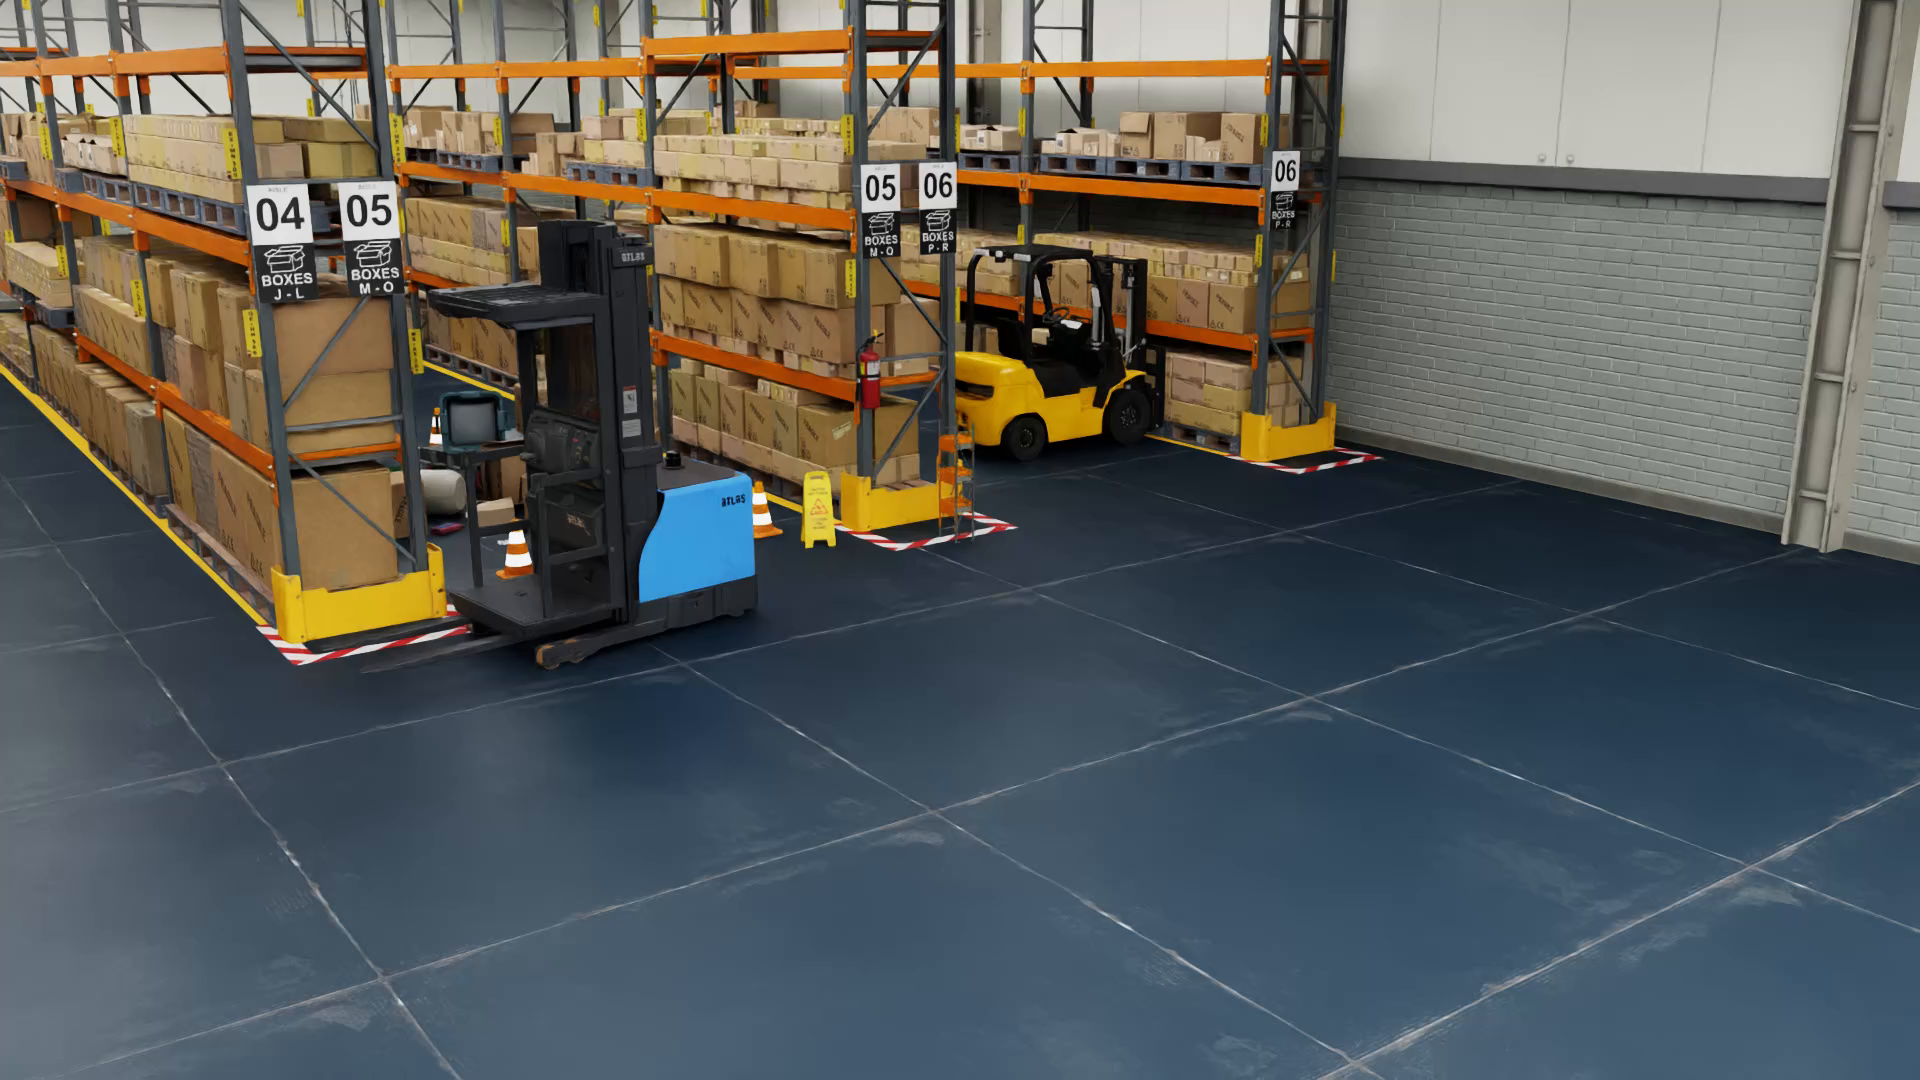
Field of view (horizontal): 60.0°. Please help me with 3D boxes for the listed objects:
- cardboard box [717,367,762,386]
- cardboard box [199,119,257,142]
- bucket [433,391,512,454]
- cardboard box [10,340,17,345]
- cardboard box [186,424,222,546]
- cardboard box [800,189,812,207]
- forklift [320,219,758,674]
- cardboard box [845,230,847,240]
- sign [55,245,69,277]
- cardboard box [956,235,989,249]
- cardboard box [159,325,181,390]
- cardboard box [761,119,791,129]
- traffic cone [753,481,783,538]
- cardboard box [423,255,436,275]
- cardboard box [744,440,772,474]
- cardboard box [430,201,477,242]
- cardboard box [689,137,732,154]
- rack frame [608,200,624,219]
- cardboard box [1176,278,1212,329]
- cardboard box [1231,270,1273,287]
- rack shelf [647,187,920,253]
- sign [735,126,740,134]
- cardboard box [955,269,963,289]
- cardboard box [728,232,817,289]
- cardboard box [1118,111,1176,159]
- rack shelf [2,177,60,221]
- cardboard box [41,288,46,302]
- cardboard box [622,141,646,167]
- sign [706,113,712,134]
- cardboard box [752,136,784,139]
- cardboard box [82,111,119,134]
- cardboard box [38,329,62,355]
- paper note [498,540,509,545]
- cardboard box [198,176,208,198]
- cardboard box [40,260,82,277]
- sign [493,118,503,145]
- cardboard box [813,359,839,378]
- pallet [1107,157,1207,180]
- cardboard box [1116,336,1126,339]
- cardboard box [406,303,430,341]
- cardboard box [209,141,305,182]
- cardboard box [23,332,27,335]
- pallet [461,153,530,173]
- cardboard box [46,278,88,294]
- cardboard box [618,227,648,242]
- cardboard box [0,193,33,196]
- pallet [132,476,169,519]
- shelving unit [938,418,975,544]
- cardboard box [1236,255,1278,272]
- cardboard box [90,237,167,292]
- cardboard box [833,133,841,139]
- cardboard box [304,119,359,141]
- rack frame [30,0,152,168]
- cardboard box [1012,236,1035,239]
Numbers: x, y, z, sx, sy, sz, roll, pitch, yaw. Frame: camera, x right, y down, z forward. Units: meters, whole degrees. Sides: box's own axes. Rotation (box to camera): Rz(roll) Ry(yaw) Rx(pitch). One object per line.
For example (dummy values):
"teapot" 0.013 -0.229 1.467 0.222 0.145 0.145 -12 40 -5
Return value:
"cardboard box" -2.214 -1.657 16.712 0.380 0.149 0.250 -10 18 -31
"cardboard box" -5.193 -2.921 11.865 0.380 0.149 0.250 -10 18 -34
"bucket" -4.831 -1.170 16.489 0.726 0.611 0.620 -4 6 -15
"cardboard box" -13.104 -2.849 23.345 0.380 0.149 0.250 -12 19 -37
"cardboard box" -5.930 -0.527 14.050 0.875 0.875 0.875 -11 19 -34
"cardboard box" -1.217 -3.091 14.981 0.380 0.149 0.250 -10 18 -33
"forklift" -2.941 -0.685 11.527 3.031 2.935 1.130 -14 21 -41
"cardboard box" -1.347 -4.487 24.303 0.500 0.500 0.500 -10 18 -32
"sign" -9.561 -2.975 17.720 0.100 0.325 0.005 -11 19 -35
"cardboard box" 0.168 -3.861 21.584 0.380 0.149 0.250 -11 19 -36
"cardboard box" -6.549 -1.682 14.755 0.875 0.550 0.550 -11 19 -35
"cardboard box" -2.749 -6.224 24.881 0.380 0.149 0.250 -11 19 -34
"traffic cone" -1.776 -0.290 14.760 0.336 0.463 0.334 -11 19 -35
"cardboard box" -7.185 -3.867 23.308 0.500 0.250 0.500 -11 19 -36
"cardboard box" -1.783 -0.852 16.421 0.500 0.250 0.500 -12 19 -37
"cardboard box" -6.895 -4.365 22.758 0.500 0.500 0.500 -11 19 -36
"cardboard box" -2.453 -3.900 16.426 0.380 0.149 0.250 -11 19 -35
"rack frame" -5.874 -5.810 30.123 1.000 3.000 0.127 -11 19 -35
"cardboard box" 2.734 -2.618 18.271 0.500 0.500 0.500 -10 18 -33
"cardboard box" 3.103 -2.785 17.652 0.380 0.149 0.250 -11 19 -34
"rack shelf" -1.655 -3.149 16.081 1.077 0.370 4.000 -11 19 -35
"sign" -2.397 -4.259 17.792 0.100 0.325 0.005 -11 19 -35
"cardboard box" 0.106 -3.460 21.819 0.500 0.250 0.500 -11 19 -34
"cardboard box" -1.812 -2.702 16.119 0.700 0.500 0.500 -11 19 -35
"cardboard box" 2.242 -4.563 18.702 0.797 0.503 0.637 -10 18 -33
"rack shelf" -10.304 -4.068 19.436 1.077 0.370 4.000 -11 19 -35
"cardboard box" -10.086 -2.764 18.674 0.380 0.149 0.250 -10 18 -34
"cardboard box" -3.292 -4.156 17.884 0.500 0.250 0.500 -11 19 -36
"sign" -3.957 -6.566 26.224 0.100 0.325 0.005 -11 19 -35
"cardboard box" -1.843 -3.933 16.547 0.380 0.149 0.250 -11 19 -36
"cardboard box" -9.628 -4.693 18.718 0.396 0.266 0.258 -11 19 -35
"cardboard box" -10.944 -2.441 20.333 0.500 0.250 0.500 -10 18 -33
"paper note" -3.948 0.011 14.481 0.144 0.017 0.142 -4 16 -15
"cardboard box" -5.341 -2.590 12.166 0.380 0.149 0.250 -11 19 -34
"cardboard box" -9.933 -2.997 18.396 0.380 0.149 0.250 -11 19 -35
"sign" -5.637 -4.981 20.280 0.100 0.325 0.005 -11 19 -35
"cardboard box" -1.111 -1.585 15.160 0.380 0.149 0.250 -11 19 -35
"pallet" 2.417 -4.213 18.774 1.003 0.211 1.213 -11 19 -35
"cardboard box" 1.806 -2.239 19.594 0.500 0.250 0.500 -10 18 -33
"cardboard box" -7.818 -3.302 25.017 0.875 0.438 0.875 -11 19 -35
"cardboard box" -4.938 -2.662 11.675 0.500 0.250 0.500 -11 19 -34
"cardboard box" -12.323 -2.713 22.284 0.380 0.149 0.250 -10 18 -33
"pallet" -5.605 -4.816 21.164 1.213 0.211 1.003 -10 18 -32
"cardboard box" -9.787 -2.800 18.243 0.380 0.149 0.250 -10 18 -33
"cardboard box" -3.701 -3.392 18.511 0.380 0.149 0.250 -12 19 -36
"cardboard box" -12.573 -4.348 22.134 0.500 0.500 0.500 -10 18 -33
"pallet" -7.291 -0.495 15.984 1.003 0.211 1.213 -11 19 -35
"shelving unit" -0.031 -0.518 14.479 0.215 1.050 0.252 -11 19 -35
"cardboard box" 3.152 -2.942 17.661 0.380 0.149 0.250 -11 19 -34
"cardboard box" -8.574 -2.866 17.282 0.700 0.500 0.500 -11 19 -35
"cardboard box" -1.574 -5.707 23.592 0.380 0.149 0.250 -10 18 -33
"cardboard box" -4.509 -2.968 12.036 0.380 0.149 0.250 -11 19 -34
"rack frame" -9.128 -5.434 17.385 1.000 3.000 0.127 -11 19 -35
"cardboard box" 0.887 -3.836 21.492 0.380 0.149 0.250 -11 19 -35
